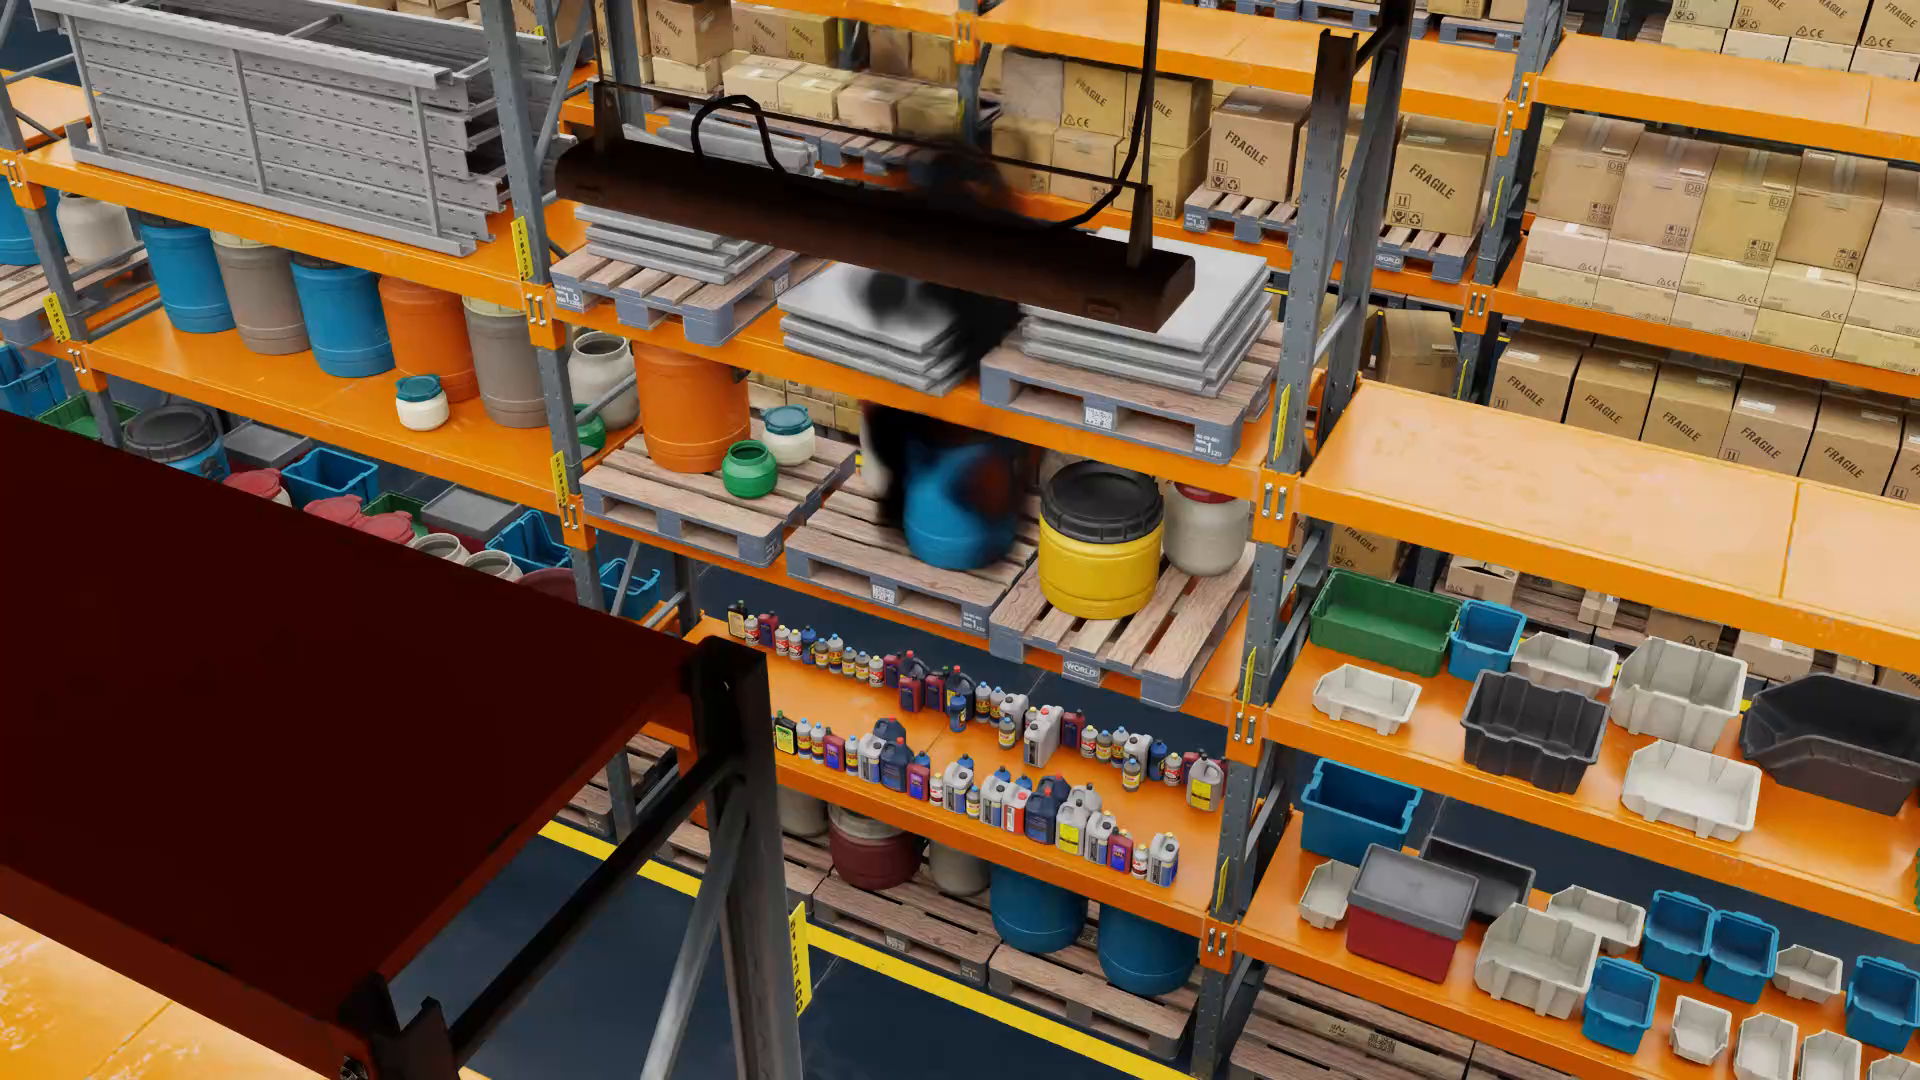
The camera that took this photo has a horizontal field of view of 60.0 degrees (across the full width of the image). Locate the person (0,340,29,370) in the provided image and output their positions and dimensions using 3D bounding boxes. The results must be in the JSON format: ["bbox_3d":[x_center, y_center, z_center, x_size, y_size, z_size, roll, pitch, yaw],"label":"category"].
[{"bbox_3d":[-8.624,-1.697,14.874,0.664,1.660,0.636,4,35,5],"label":"person"}]
